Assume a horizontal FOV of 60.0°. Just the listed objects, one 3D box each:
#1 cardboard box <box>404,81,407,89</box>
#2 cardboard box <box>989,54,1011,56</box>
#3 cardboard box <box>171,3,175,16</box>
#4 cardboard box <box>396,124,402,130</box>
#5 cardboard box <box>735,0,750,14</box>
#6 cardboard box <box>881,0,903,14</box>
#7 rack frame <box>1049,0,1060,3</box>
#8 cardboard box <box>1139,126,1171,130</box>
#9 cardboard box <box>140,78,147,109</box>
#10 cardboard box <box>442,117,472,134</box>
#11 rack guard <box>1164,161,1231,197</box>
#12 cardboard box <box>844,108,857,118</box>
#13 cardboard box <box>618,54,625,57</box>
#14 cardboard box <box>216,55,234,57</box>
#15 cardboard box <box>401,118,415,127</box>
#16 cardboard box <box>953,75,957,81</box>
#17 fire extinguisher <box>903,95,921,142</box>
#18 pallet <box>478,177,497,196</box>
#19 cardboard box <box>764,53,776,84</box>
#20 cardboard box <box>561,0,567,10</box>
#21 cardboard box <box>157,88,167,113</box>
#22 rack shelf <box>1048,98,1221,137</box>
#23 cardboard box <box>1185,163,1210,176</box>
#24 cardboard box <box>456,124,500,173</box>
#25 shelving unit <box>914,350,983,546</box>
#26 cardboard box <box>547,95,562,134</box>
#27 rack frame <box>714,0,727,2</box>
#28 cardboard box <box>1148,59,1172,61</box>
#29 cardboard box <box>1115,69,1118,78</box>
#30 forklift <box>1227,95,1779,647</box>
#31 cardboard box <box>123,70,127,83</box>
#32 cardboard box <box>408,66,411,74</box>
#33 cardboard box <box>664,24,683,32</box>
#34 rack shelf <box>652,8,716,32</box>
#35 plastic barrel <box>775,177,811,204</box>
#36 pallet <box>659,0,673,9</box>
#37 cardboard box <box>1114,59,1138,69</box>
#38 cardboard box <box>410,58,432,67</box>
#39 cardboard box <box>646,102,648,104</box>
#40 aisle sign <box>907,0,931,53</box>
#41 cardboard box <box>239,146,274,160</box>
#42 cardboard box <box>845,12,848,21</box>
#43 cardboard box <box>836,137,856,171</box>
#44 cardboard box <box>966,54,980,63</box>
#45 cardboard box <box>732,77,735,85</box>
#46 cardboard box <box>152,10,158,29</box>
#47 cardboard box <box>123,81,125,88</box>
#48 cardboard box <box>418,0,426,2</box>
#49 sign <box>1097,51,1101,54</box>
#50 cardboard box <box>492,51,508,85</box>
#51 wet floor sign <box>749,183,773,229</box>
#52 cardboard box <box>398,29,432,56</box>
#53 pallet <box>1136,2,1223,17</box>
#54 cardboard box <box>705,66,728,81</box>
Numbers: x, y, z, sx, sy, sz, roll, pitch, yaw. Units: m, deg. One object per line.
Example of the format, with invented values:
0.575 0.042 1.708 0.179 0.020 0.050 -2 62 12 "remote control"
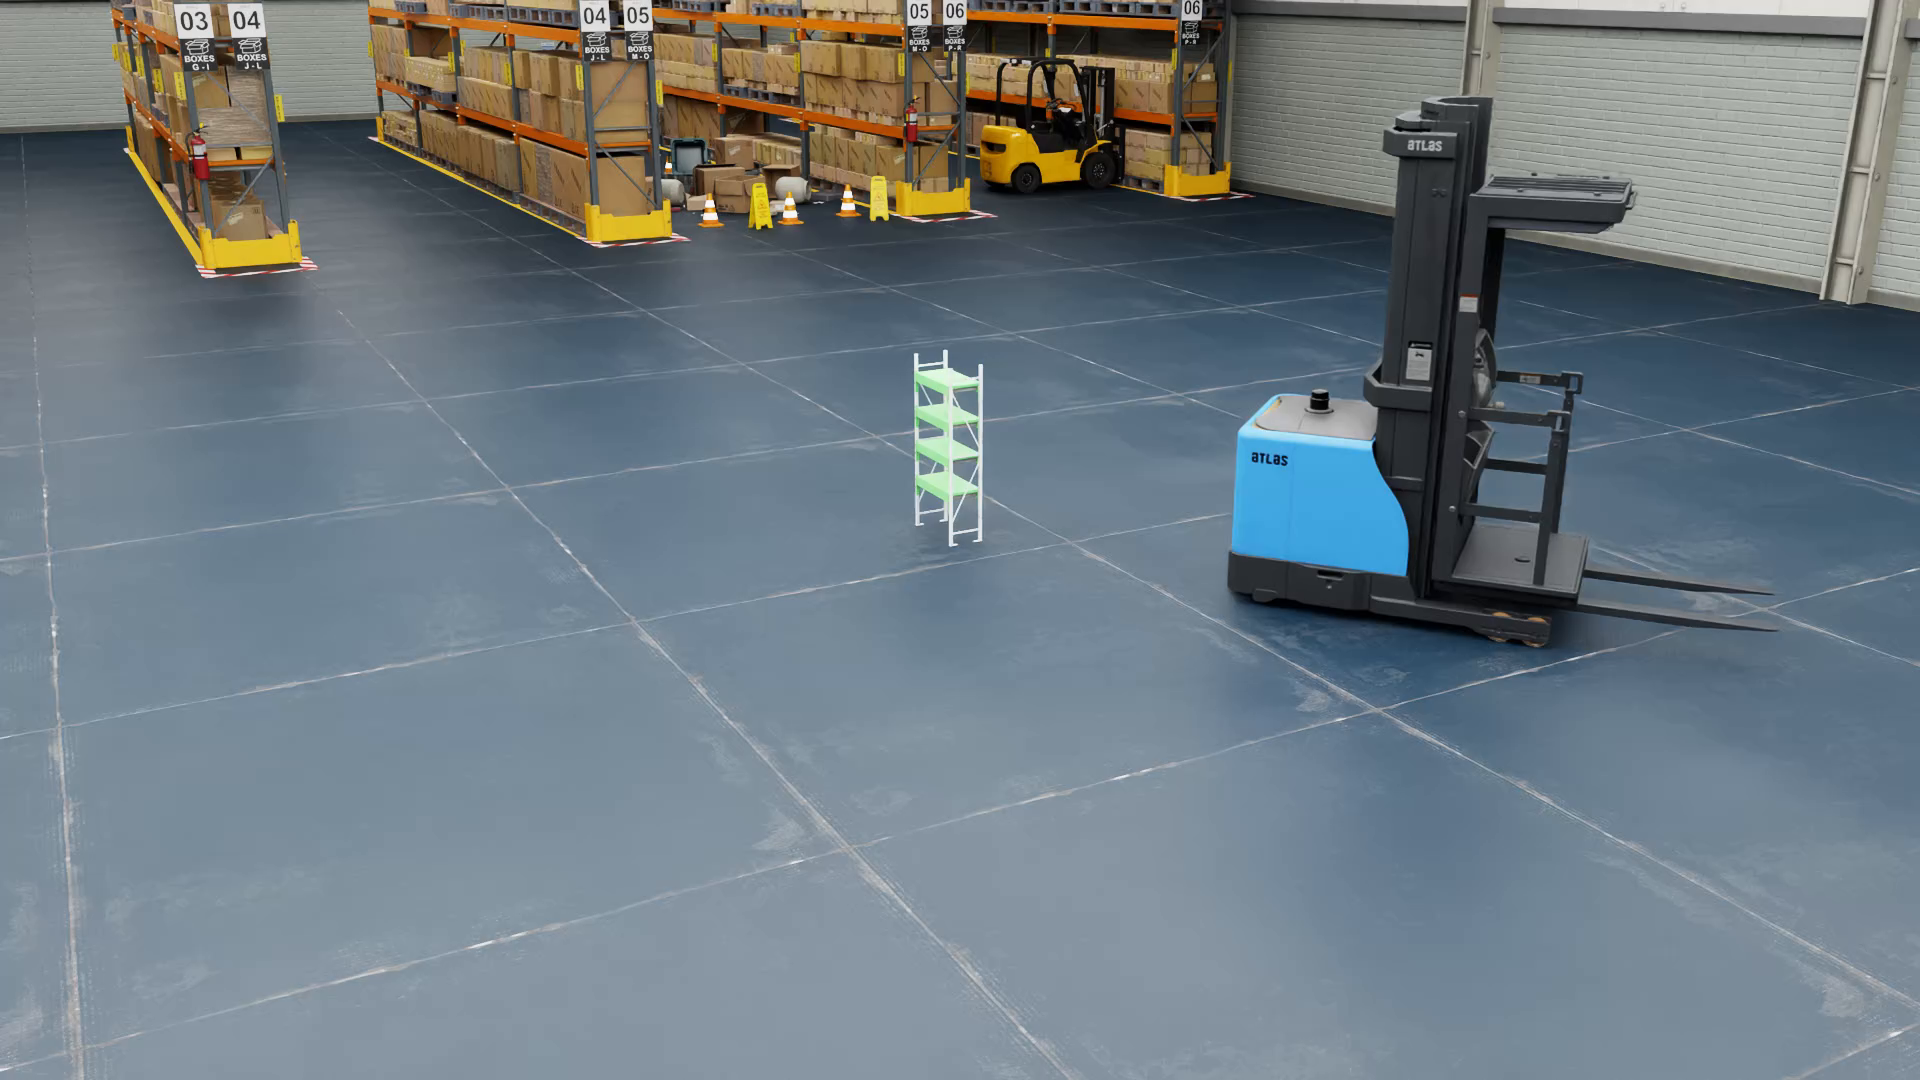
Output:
-10.945 -9.140 33.405 0.380 0.149 0.250 -11 22 -28 "cardboard box"
0.814 -9.723 33.563 0.380 0.149 0.250 -10 21 -27 "cardboard box"
-9.506 -6.538 20.501 0.380 0.149 0.250 -10 21 -27 "cardboard box"
-11.751 -8.809 35.333 0.380 0.149 0.250 -11 22 -29 "cardboard box"
-3.736 -9.995 30.746 0.700 0.500 0.500 -10 21 -27 "cardboard box"
-0.859 -8.099 25.180 0.500 0.250 0.500 -10 22 -27 "cardboard box"
2.089 -11.261 29.969 1.000 3.000 0.127 -10 21 -27 "rack frame"
3.458 -7.103 29.157 0.500 0.250 0.500 -10 21 -27 "cardboard box"
-13.832 -7.711 28.727 0.500 0.500 0.500 -11 22 -28 "cardboard box"
-9.291 -7.678 30.821 0.500 0.250 0.500 -10 21 -26 "cardboard box"
4.000 -6.088 28.008 1.175 0.500 0.348 -10 21 -27 "rack guard"
-1.667 -6.959 27.086 0.380 0.149 0.250 -10 21 -27 "cardboard box"
-7.258 -10.534 36.906 0.500 0.500 0.500 -9 21 -25 "cardboard box"
-10.305 -6.550 23.374 0.500 0.500 0.500 -10 21 -27 "cardboard box"
-11.328 -8.637 34.378 0.380 0.149 0.250 -11 22 -29 "cardboard box"
0.185 -9.337 33.821 0.500 0.250 0.500 -10 21 -26 "cardboard box"
-0.730 -6.366 25.099 0.296 0.674 0.183 -10 21 -27 "fire extinguisher"
-7.602 -6.101 28.489 1.003 0.211 1.213 -10 21 -27 "pallet"
-3.176 -8.429 29.708 0.500 0.500 0.500 -9 21 -25 "cardboard box"
-5.262 -7.371 22.884 0.380 0.149 0.250 -10 21 -26 "cardboard box"
-11.904 -6.850 25.583 0.797 0.503 0.637 -8 20 -21 "cardboard box"
3.038 -7.510 29.401 1.077 0.370 4.000 -10 21 -27 "rack shelf"
3.927 -6.346 28.496 0.500 0.250 0.500 -10 21 -26 "cardboard box"
-8.276 -6.954 29.489 1.050 0.750 0.750 -10 22 -27 "cardboard box"
-0.079 -0.615 11.073 0.258 1.200 0.503 -10 21 -27 "shelving unit"
-5.627 -6.362 24.739 0.875 0.550 0.500 -10 21 -27 "cardboard box"
-4.177 -11.639 31.066 1.000 3.000 0.127 -10 21 -27 "rack frame"
3.495 -8.290 28.954 0.380 0.149 0.250 -11 22 -28 "cardboard box"
2.907 -8.136 28.965 0.380 0.149 0.250 -10 21 -27 "cardboard box"
3.186 -0.978 9.472 3.031 2.935 1.130 8 21 22 "forklift"
-16.219 -9.162 32.857 0.500 0.250 0.500 -11 22 -28 "cardboard box"
-10.478 -9.117 32.241 0.380 0.149 0.250 -10 22 -28 "cardboard box"
-6.134 -10.980 35.672 0.380 0.149 0.250 -10 21 -26 "cardboard box"
-5.127 -10.455 33.336 1.077 0.370 4.000 -10 21 -27 "rack shelf"
-2.692 -5.647 26.848 0.512 0.421 0.421 4 19 11 "plastic barrel"
-5.598 -11.023 34.173 0.805 0.209 1.217 -11 22 -29 "pallet"
2.899 -8.281 28.926 0.380 0.149 0.250 -10 21 -26 "cardboard box"
-10.346 -9.179 31.963 0.380 0.149 0.250 -10 21 -26 "cardboard box"
-7.575 -9.913 38.545 0.875 0.438 0.875 -11 22 -28 "cardboard box"
-0.604 -7.673 24.783 0.394 0.787 0.004 -10 21 -27 "aisle sign"
-9.025 -4.971 21.325 0.380 0.149 0.250 -10 21 -27 "cardboard box"
-1.613 -8.383 26.613 0.380 0.149 0.250 -10 21 -26 "cardboard box"
-1.726 -6.396 27.490 0.500 0.500 0.500 -9 21 -24 "cardboard box"
0.209 -9.713 33.534 0.380 0.149 0.250 -9 21 -25 "cardboard box"
-4.082 -8.674 31.412 0.380 0.149 0.250 -11 22 -30 "cardboard box"
-11.011 -7.298 23.314 0.500 0.250 0.500 -11 22 -29 "cardboard box"
-16.696 -9.219 33.636 0.380 0.149 0.250 -10 22 -27 "cardboard box"
-9.767 -10.357 31.147 0.797 0.503 0.637 -10 22 -27 "cardboard box"
2.576 -8.958 31.044 0.100 0.325 0.005 -10 21 -27 "sign"
-7.313 -7.813 27.489 0.700 0.500 0.500 -10 21 -26 "cardboard box"
-2.931 -4.896 24.331 0.267 0.644 0.232 -14 24 -36 "wet floor sign"
-10.846 -9.909 33.107 0.500 0.500 0.500 -11 22 -29 "cardboard box"
3.675 -8.860 27.745 1.003 0.211 1.213 -10 21 -27 "pallet"
-4.631 -9.068 32.276 0.500 0.250 0.500 -10 21 -27 "cardboard box"
